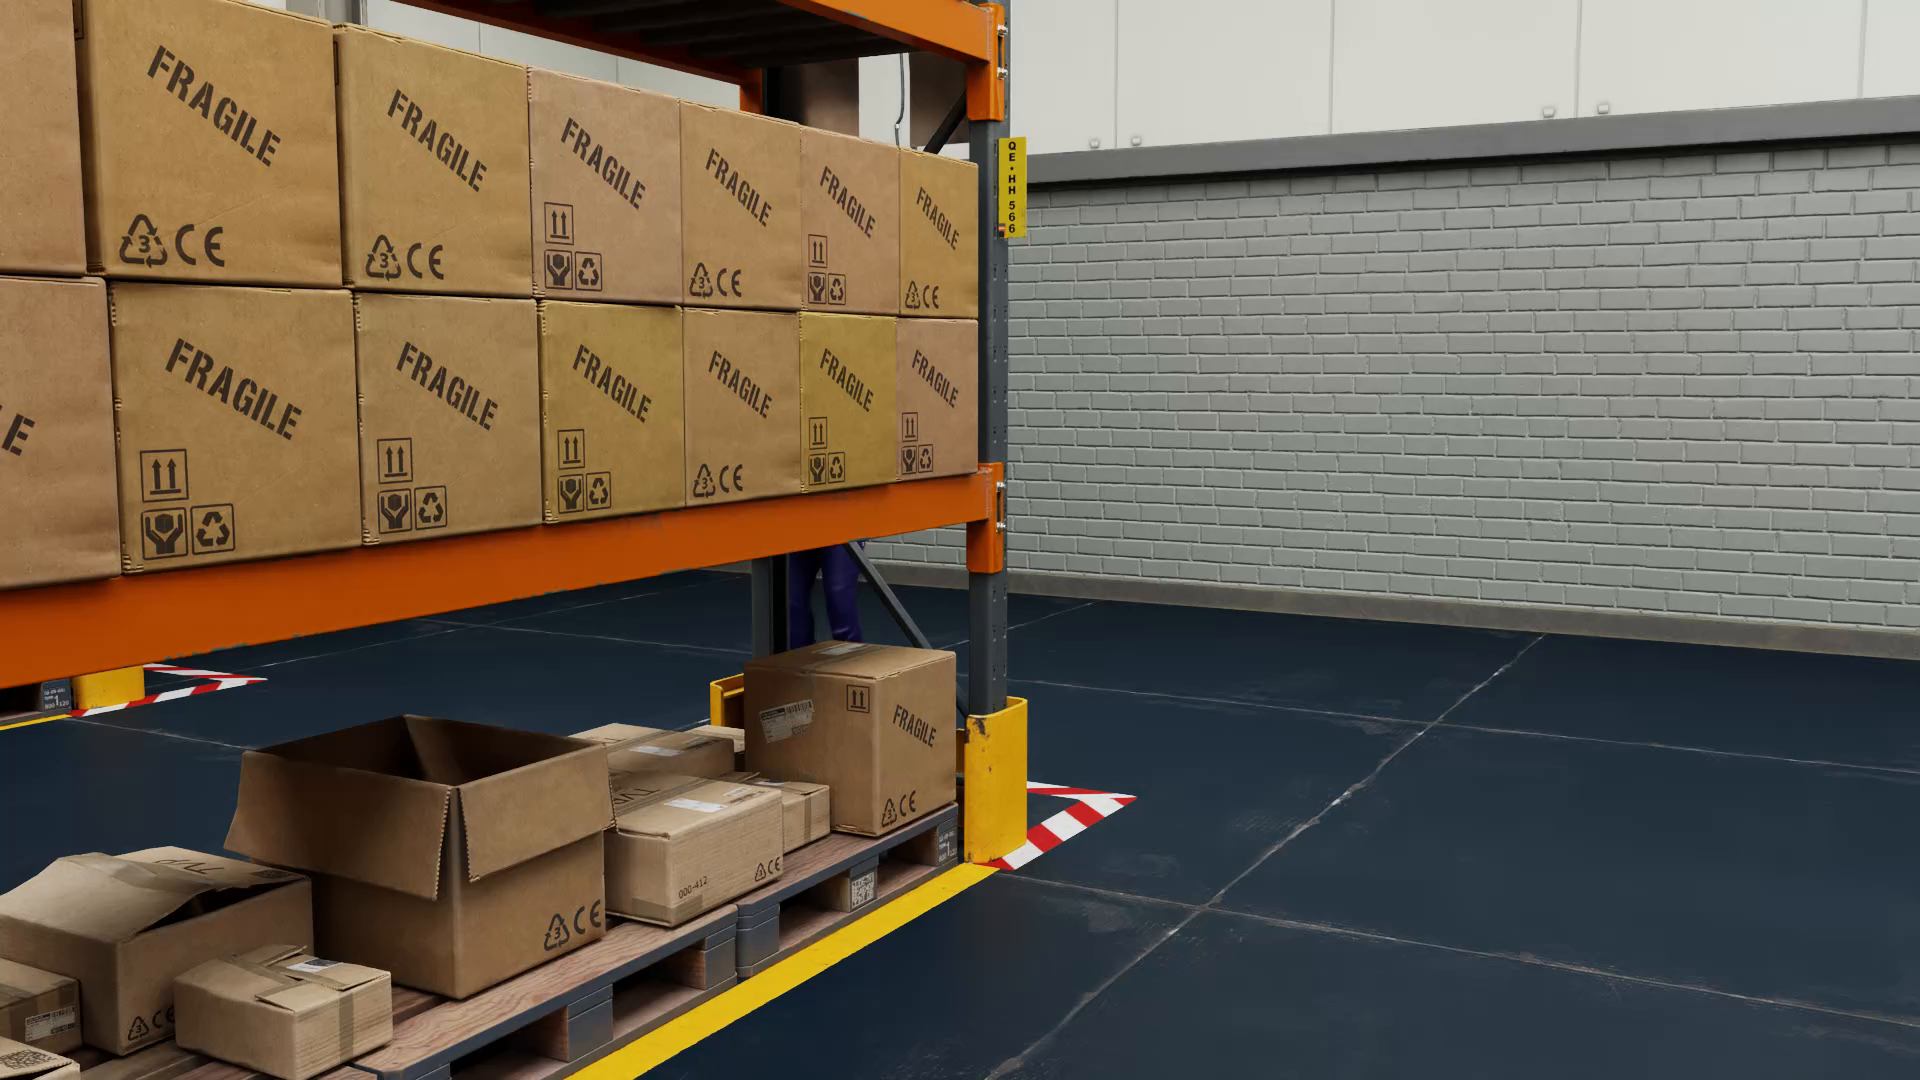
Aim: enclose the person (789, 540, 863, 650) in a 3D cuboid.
[{"bbox_3d":[-0.722,-0.022,8.225,0.455,1.629,0.512,3,7,29],"label":"person"}]
